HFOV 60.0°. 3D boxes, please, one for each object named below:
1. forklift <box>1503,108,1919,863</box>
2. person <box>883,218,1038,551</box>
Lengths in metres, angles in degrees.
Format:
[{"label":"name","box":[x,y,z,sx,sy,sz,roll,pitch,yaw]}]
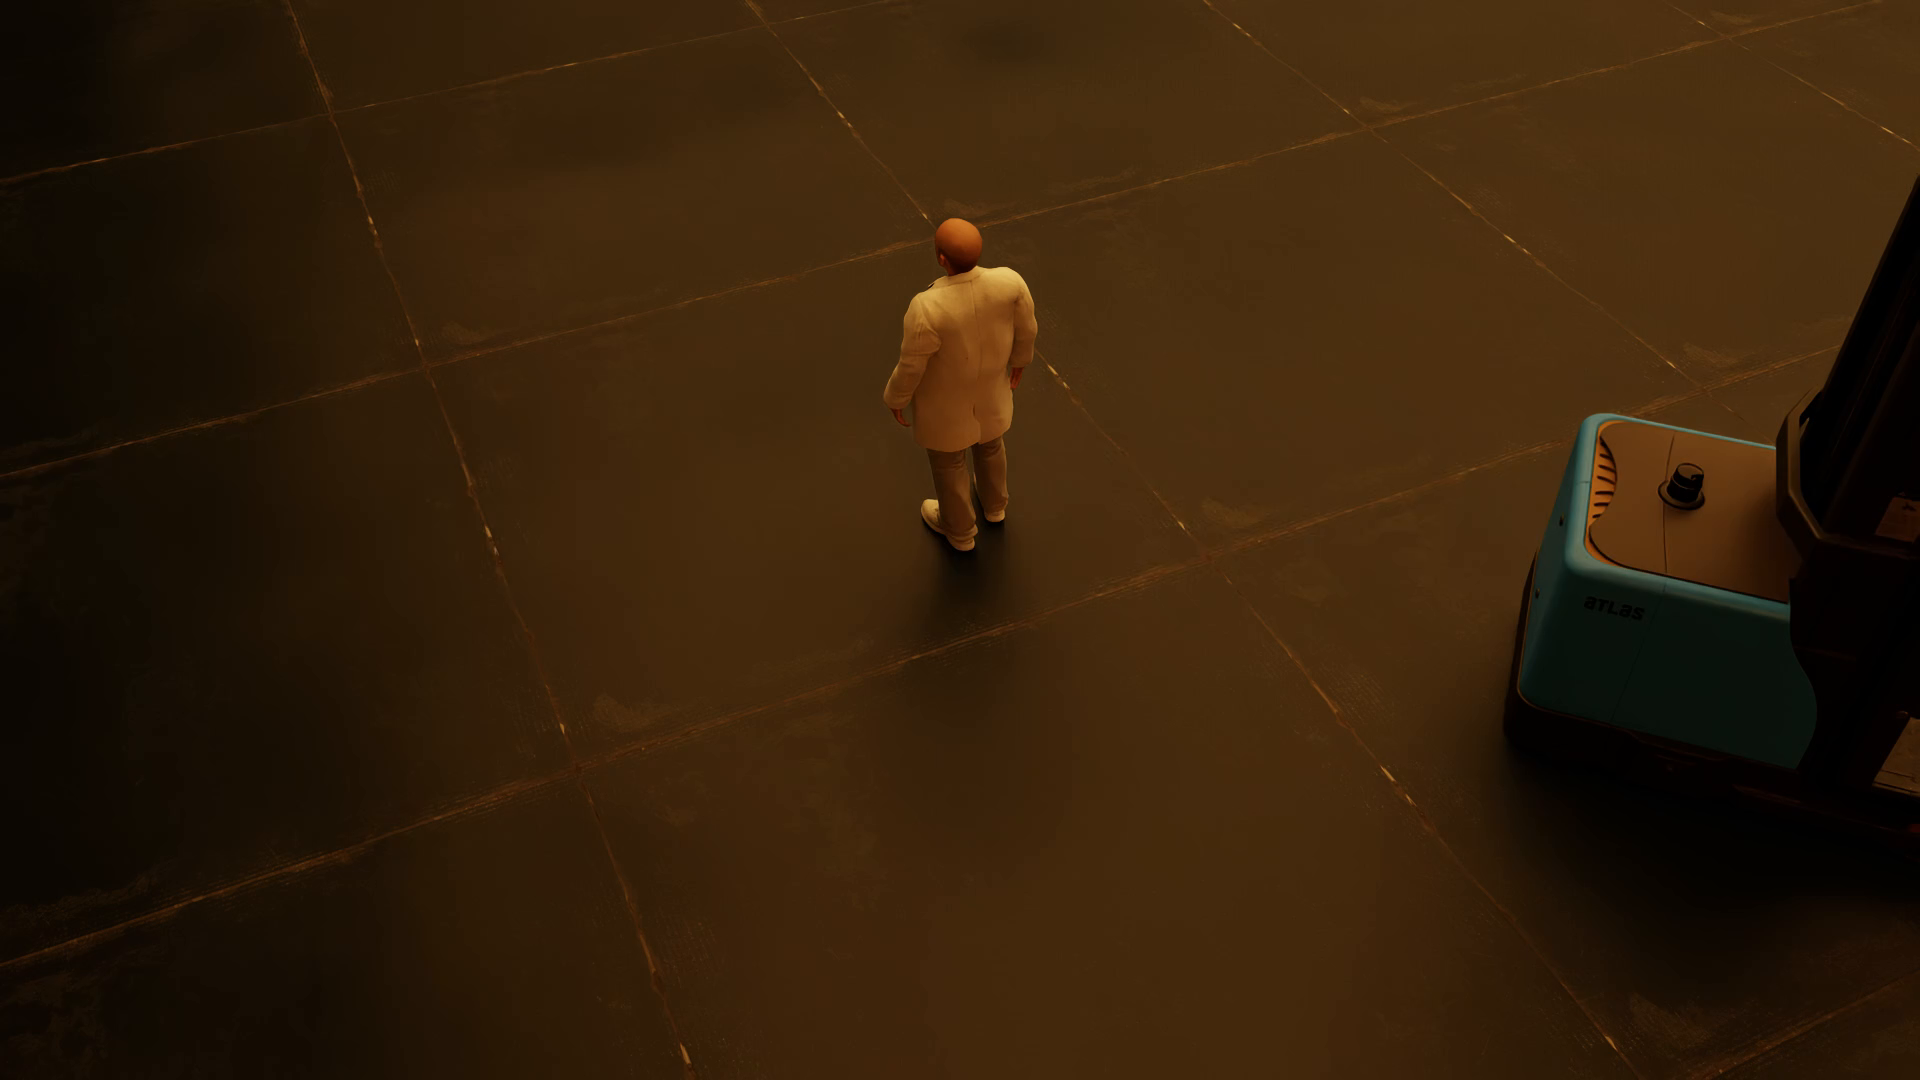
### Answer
[{"label":"forklift","box":[3.825,-0.180,5.873,3.031,2.935,1.130,14,45,14]},{"label":"person","box":[-0.035,-0.713,7.279,0.698,1.777,0.578,-18,46,-18]}]
